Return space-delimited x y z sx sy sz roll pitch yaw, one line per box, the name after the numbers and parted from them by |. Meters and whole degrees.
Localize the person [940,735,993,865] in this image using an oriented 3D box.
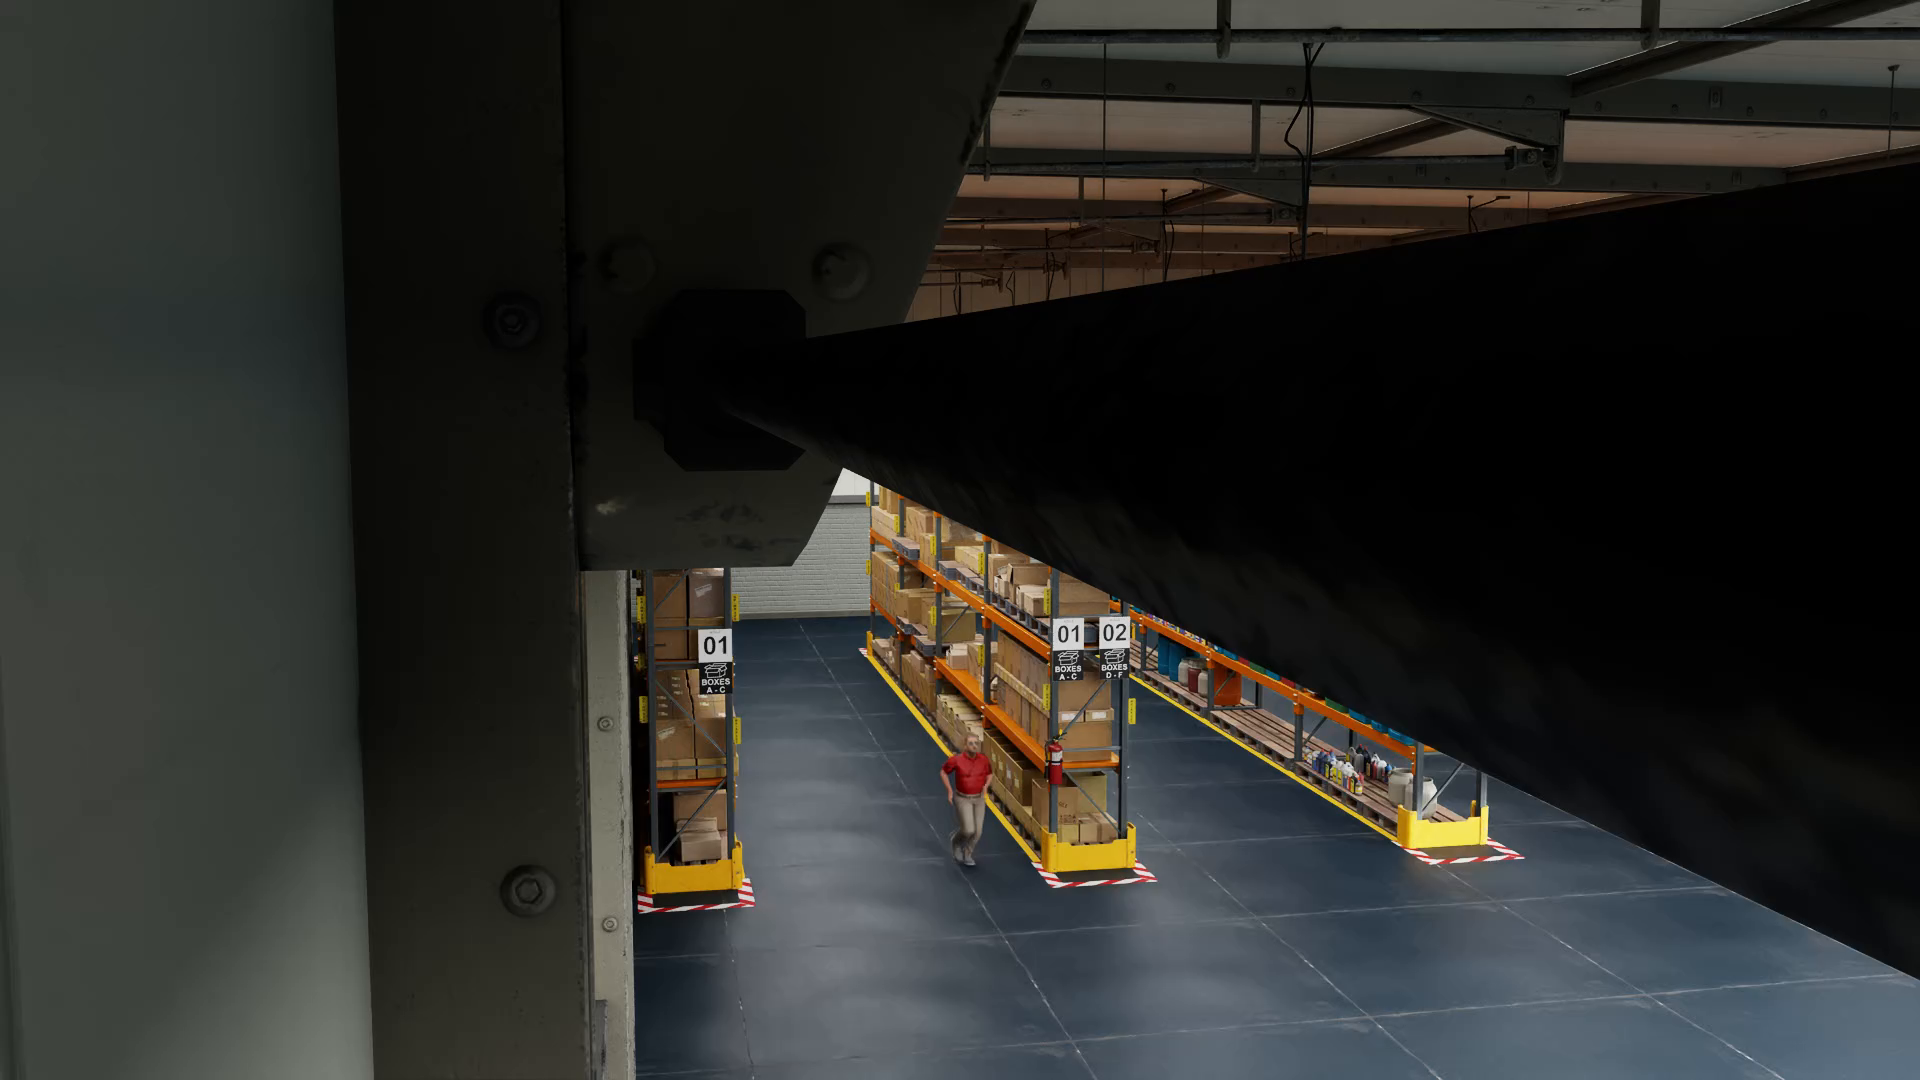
0.139 3.303 21.000 0.648 1.672 0.587 -2 6 -22 | person
